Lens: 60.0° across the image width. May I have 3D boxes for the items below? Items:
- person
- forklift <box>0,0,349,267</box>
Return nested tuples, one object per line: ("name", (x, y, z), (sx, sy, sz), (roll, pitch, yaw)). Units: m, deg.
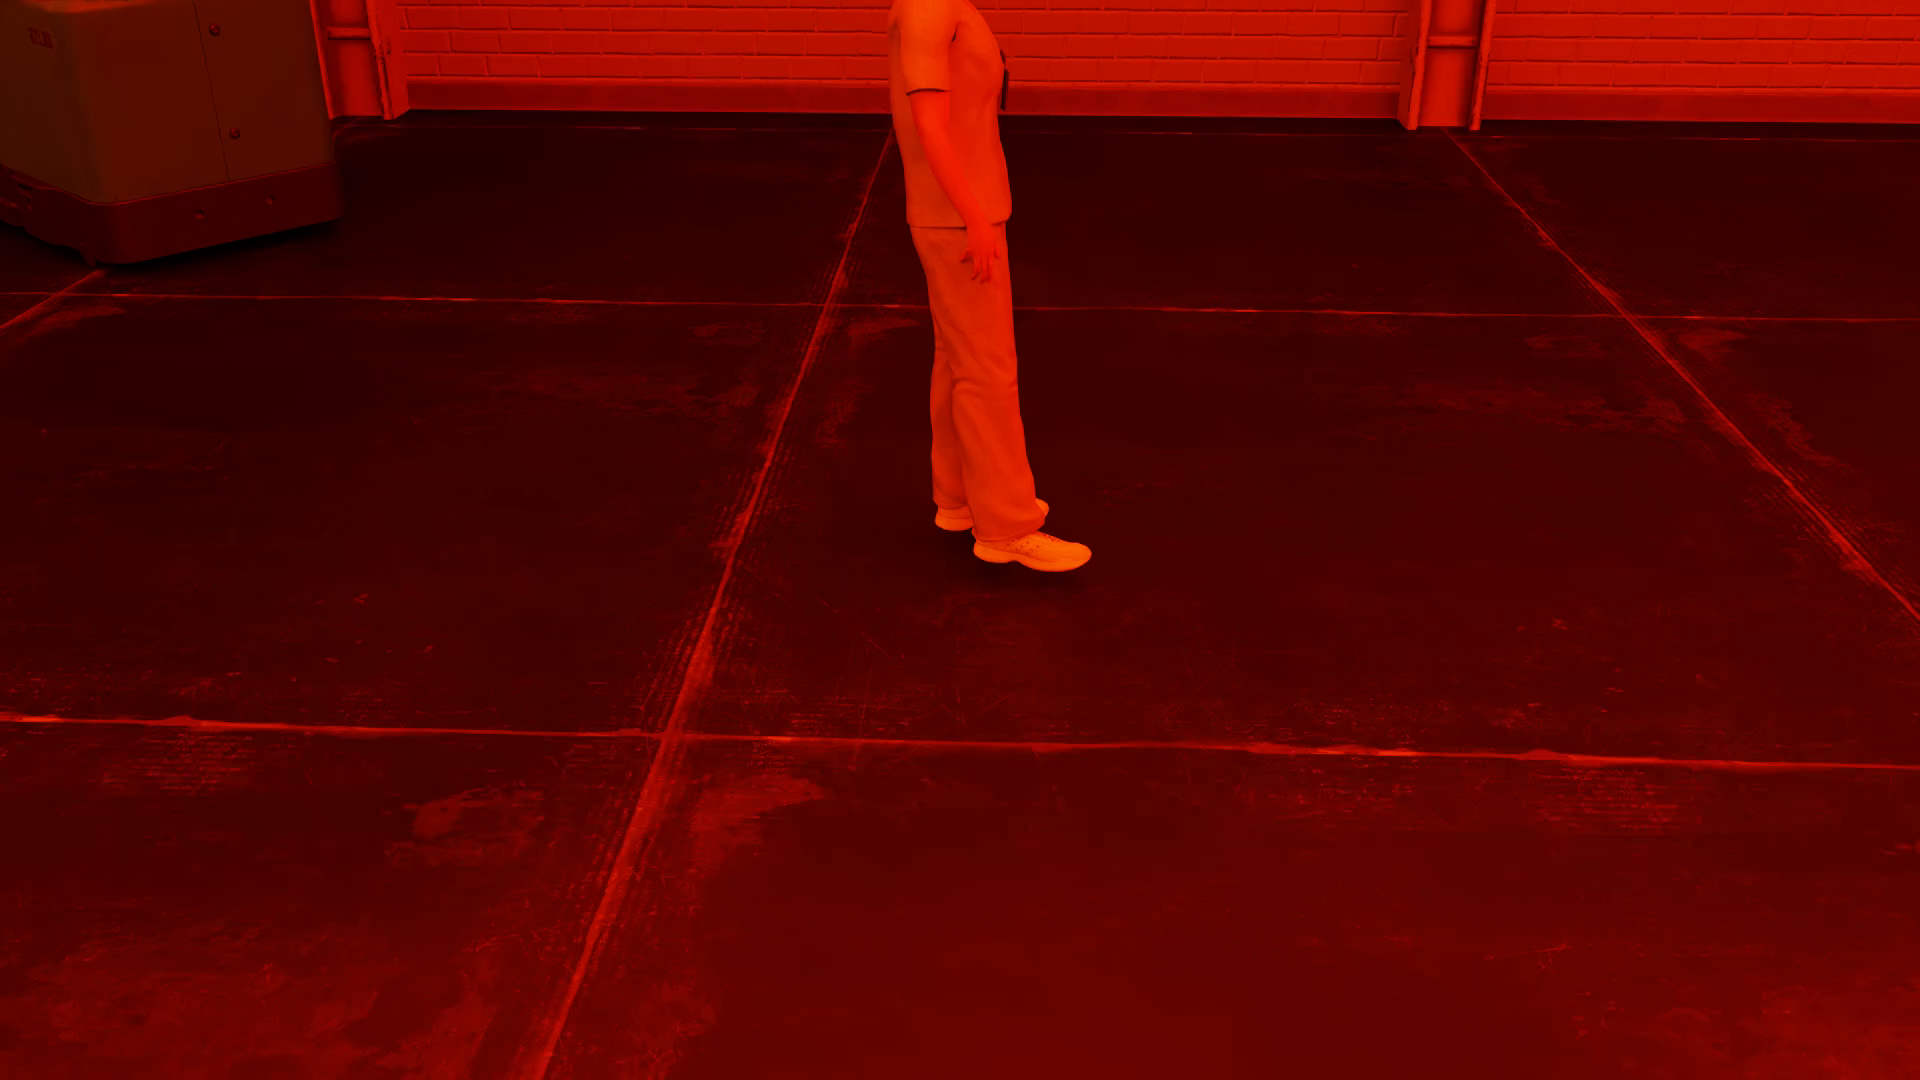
("person", (0.073, -0.787, 4.115), (0.549, 1.675, 0.549), (1, 26, 2))
("forklift", (-4.084, -2.944, 7.177), (3.031, 2.935, 1.130), (22, 34, 37))
